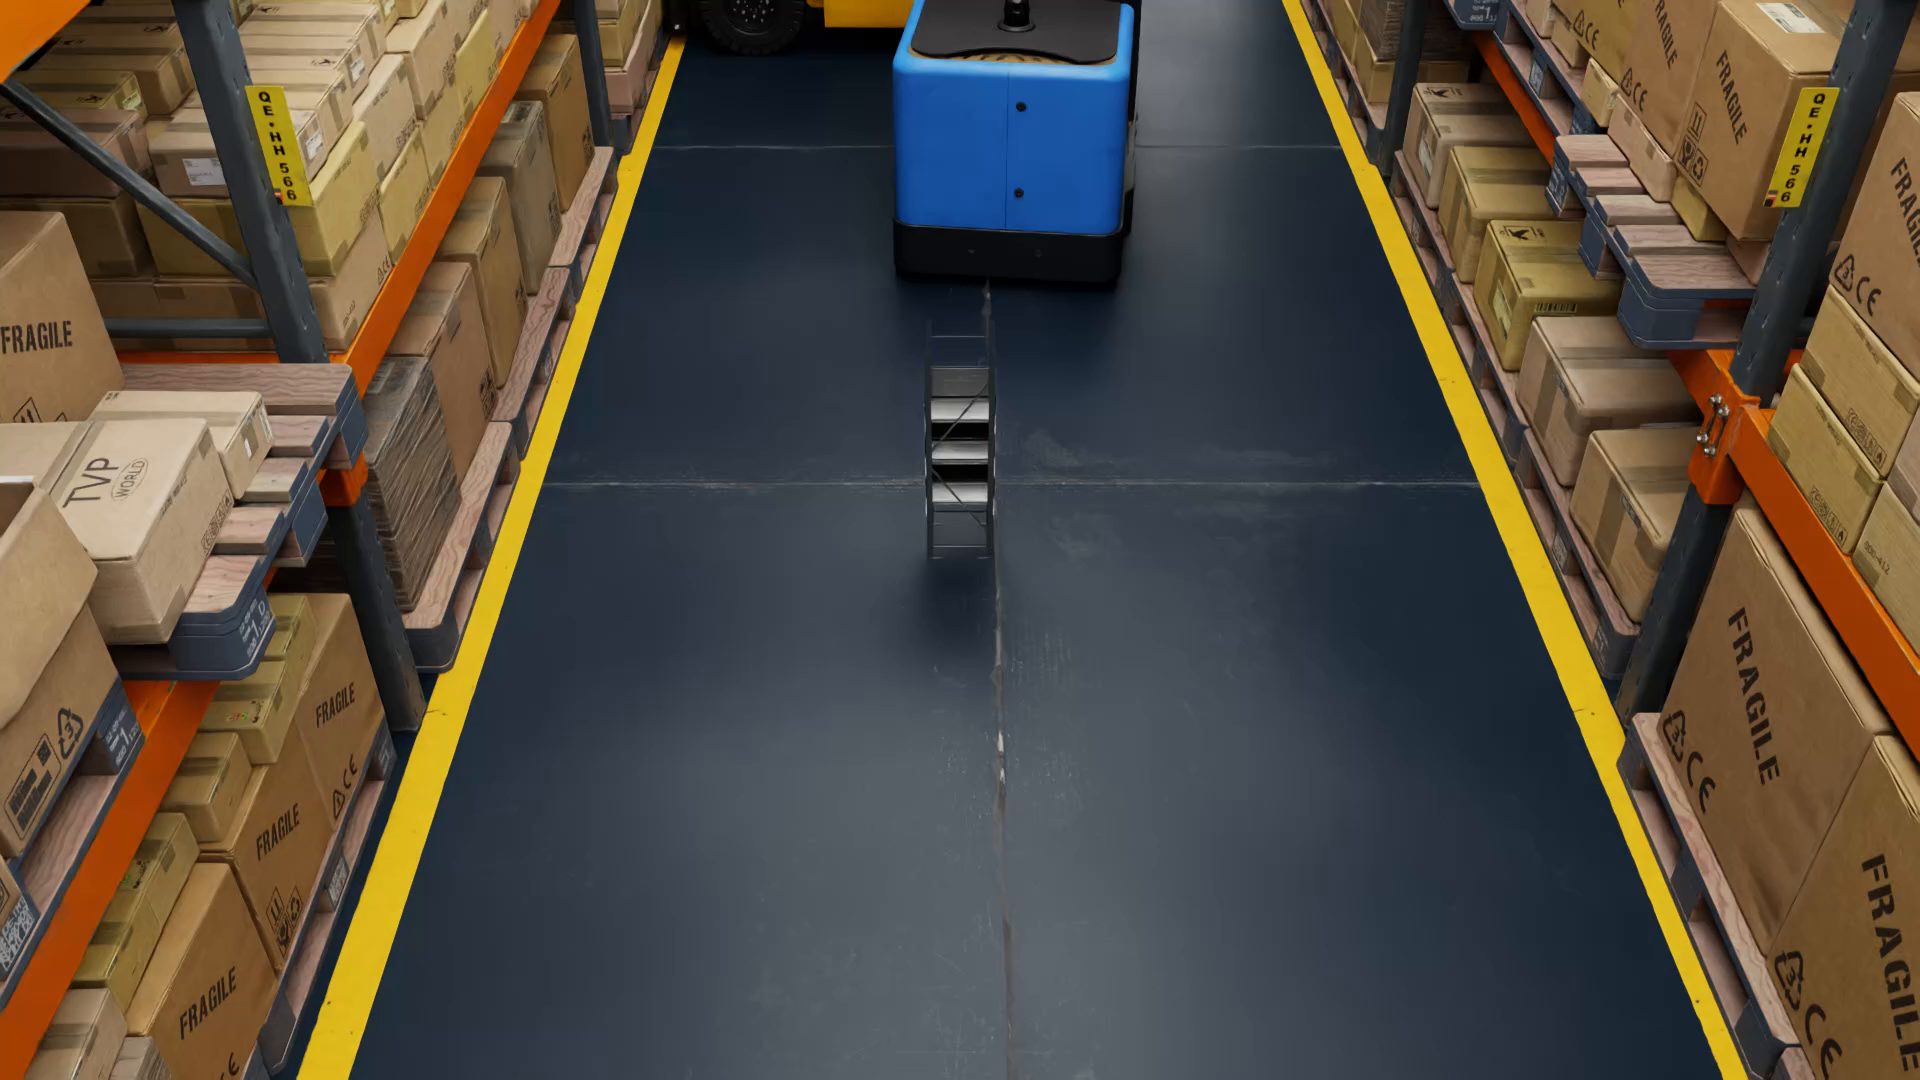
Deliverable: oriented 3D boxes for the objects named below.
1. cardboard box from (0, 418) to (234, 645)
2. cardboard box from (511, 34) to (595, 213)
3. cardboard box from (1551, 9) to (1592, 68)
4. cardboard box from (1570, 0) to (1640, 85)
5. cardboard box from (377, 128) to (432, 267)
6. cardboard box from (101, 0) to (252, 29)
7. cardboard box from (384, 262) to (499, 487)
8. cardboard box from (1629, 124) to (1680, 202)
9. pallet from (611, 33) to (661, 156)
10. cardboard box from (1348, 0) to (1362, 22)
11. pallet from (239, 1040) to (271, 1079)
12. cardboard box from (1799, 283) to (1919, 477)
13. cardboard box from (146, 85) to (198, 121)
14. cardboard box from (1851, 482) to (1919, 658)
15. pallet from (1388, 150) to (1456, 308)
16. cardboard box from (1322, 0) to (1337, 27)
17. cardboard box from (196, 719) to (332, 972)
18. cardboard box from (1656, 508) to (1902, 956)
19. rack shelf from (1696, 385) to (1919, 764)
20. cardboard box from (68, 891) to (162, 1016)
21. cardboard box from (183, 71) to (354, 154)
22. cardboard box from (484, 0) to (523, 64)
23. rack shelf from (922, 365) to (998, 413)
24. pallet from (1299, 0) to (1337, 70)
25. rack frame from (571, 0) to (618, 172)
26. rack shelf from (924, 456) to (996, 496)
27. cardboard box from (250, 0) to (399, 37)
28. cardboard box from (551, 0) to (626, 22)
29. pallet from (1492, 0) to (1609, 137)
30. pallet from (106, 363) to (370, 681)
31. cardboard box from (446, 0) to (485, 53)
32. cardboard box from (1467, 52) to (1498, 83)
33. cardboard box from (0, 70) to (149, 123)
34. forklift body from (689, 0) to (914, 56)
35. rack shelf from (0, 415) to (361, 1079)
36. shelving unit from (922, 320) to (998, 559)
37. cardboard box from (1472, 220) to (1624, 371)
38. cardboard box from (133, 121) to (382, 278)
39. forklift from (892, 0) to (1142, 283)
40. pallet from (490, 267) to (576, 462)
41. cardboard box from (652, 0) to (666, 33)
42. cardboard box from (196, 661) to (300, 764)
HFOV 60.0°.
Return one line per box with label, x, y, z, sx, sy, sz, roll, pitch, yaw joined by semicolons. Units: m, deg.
cardboard box;-1.954;-0.020;3.661;0.500;0.250;0.500;-2;39;-2
cardboard box;-2.272;-1.987;7.894;0.875;0.625;0.625;2;39;2
cardboard box;2.368;-1.820;5.988;0.380;0.149;0.250;-1;39;-1
cardboard box;2.393;-1.823;5.472;0.500;0.500;0.500;-3;39;-3
cardboard box;-2.031;-1.108;5.354;0.500;0.250;0.500;-1;39;-1
cardboard box;-2.526;-1.713;5.390;0.380;0.149;0.250;0;39;0
cardboard box;-2.275;-0.611;6.176;0.875;0.625;0.625;1;39;1
cardboard box;2.331;-1.176;5.184;0.380;0.149;0.250;0;39;0
pallet;-2.243;-2.485;9.182;1.003;0.211;1.213;0;39;0
cardboard box;2.409;-3.153;9.050;0.500;0.500;0.500;1;39;1
pallet;-2.317;1.741;3.908;1.003;0.211;1.213;0;39;0
cardboard box;2.438;-0.400;4.071;0.500;0.250;0.500;0;39;0
cardboard box;-2.560;-1.312;5.208;0.500;0.250;0.500;0;39;0
cardboard box;2.452;0.105;3.840;0.500;0.250;0.500;-1;39;-1
pallet;2.683;-1.507;7.962;1.003;0.211;1.213;0;39;0
cardboard box;2.404;-3.193;9.699;0.500;0.250;0.500;1;39;1
cardboard box;-2.073;0.814;4.498;0.500;0.500;0.500;-1;39;-1
cardboard box;2.602;0.517;4.570;0.875;0.875;0.875;0;39;0
rack shelf;2.687;0.951;3.240;1.077;0.370;4.000;0;39;0
cardboard box;-2.082;0.949;3.812;0.380;0.149;0.250;-1;39;-1
cardboard box;-1.986;-1.233;4.792;0.380;0.149;0.250;1;39;1
cardboard box;-2.045;-2.078;6.564;0.500;0.250;0.500;0;39;0
rack shelf;0.000;-0.531;5.814;0.258;0.077;0.200;0;39;0
pallet;2.640;-3.179;10.048;1.003;0.211;1.213;0;39;0
rack frame;-2.284;-3.076;7.690;1.000;3.000;0.127;0;39;0
rack shelf;0.000;-0.250;6.039;0.258;0.077;0.200;0;39;0
cardboard box;-2.055;-1.715;5.392;0.380;0.149;0.250;0;39;0
cardboard box;-1.970;-2.860;8.483;0.500;0.250;0.500;-1;39;-1
pallet;2.642;-1.744;6.180;1.003;0.211;1.213;0;39;0
pallet;-2.208;-0.076;4.100;1.213;0.211;1.003;0;39;0
cardboard box;-2.043;-1.949;6.003;0.500;0.250;0.500;0;39;1
cardboard box;2.949;-2.542;8.886;0.500;0.250;0.500;-2;39;-2
cardboard box;-2.594;-1.234;4.792;0.380;0.149;0.250;1;39;1
forklift body;-0.462;-4.062;9.599;2.313;2.155;1.214;0;39;0
rack shelf;-2.277;0.957;3.233;1.077;0.370;4.000;0;39;0
shelving unit;0.000;-0.346;5.962;0.258;0.900;0.210;0;39;0
cardboard box;2.690;-1.008;6.875;0.950;0.372;0.625;1;39;1
cardboard box;-2.010;-0.989;4.806;0.500;0.250;0.500;0;39;0
forklift;0.371;-3.233;7.940;1.130;2.935;3.031;4;39;5
pallet;-2.239;-0.762;7.033;1.003;0.211;1.213;0;39;0
cardboard box;-1.985;-3.109;9.593;0.500;0.250;0.500;1;39;1
cardboard box;-1.994;0.463;4.418;0.380;0.149;0.250;-2;39;-2
